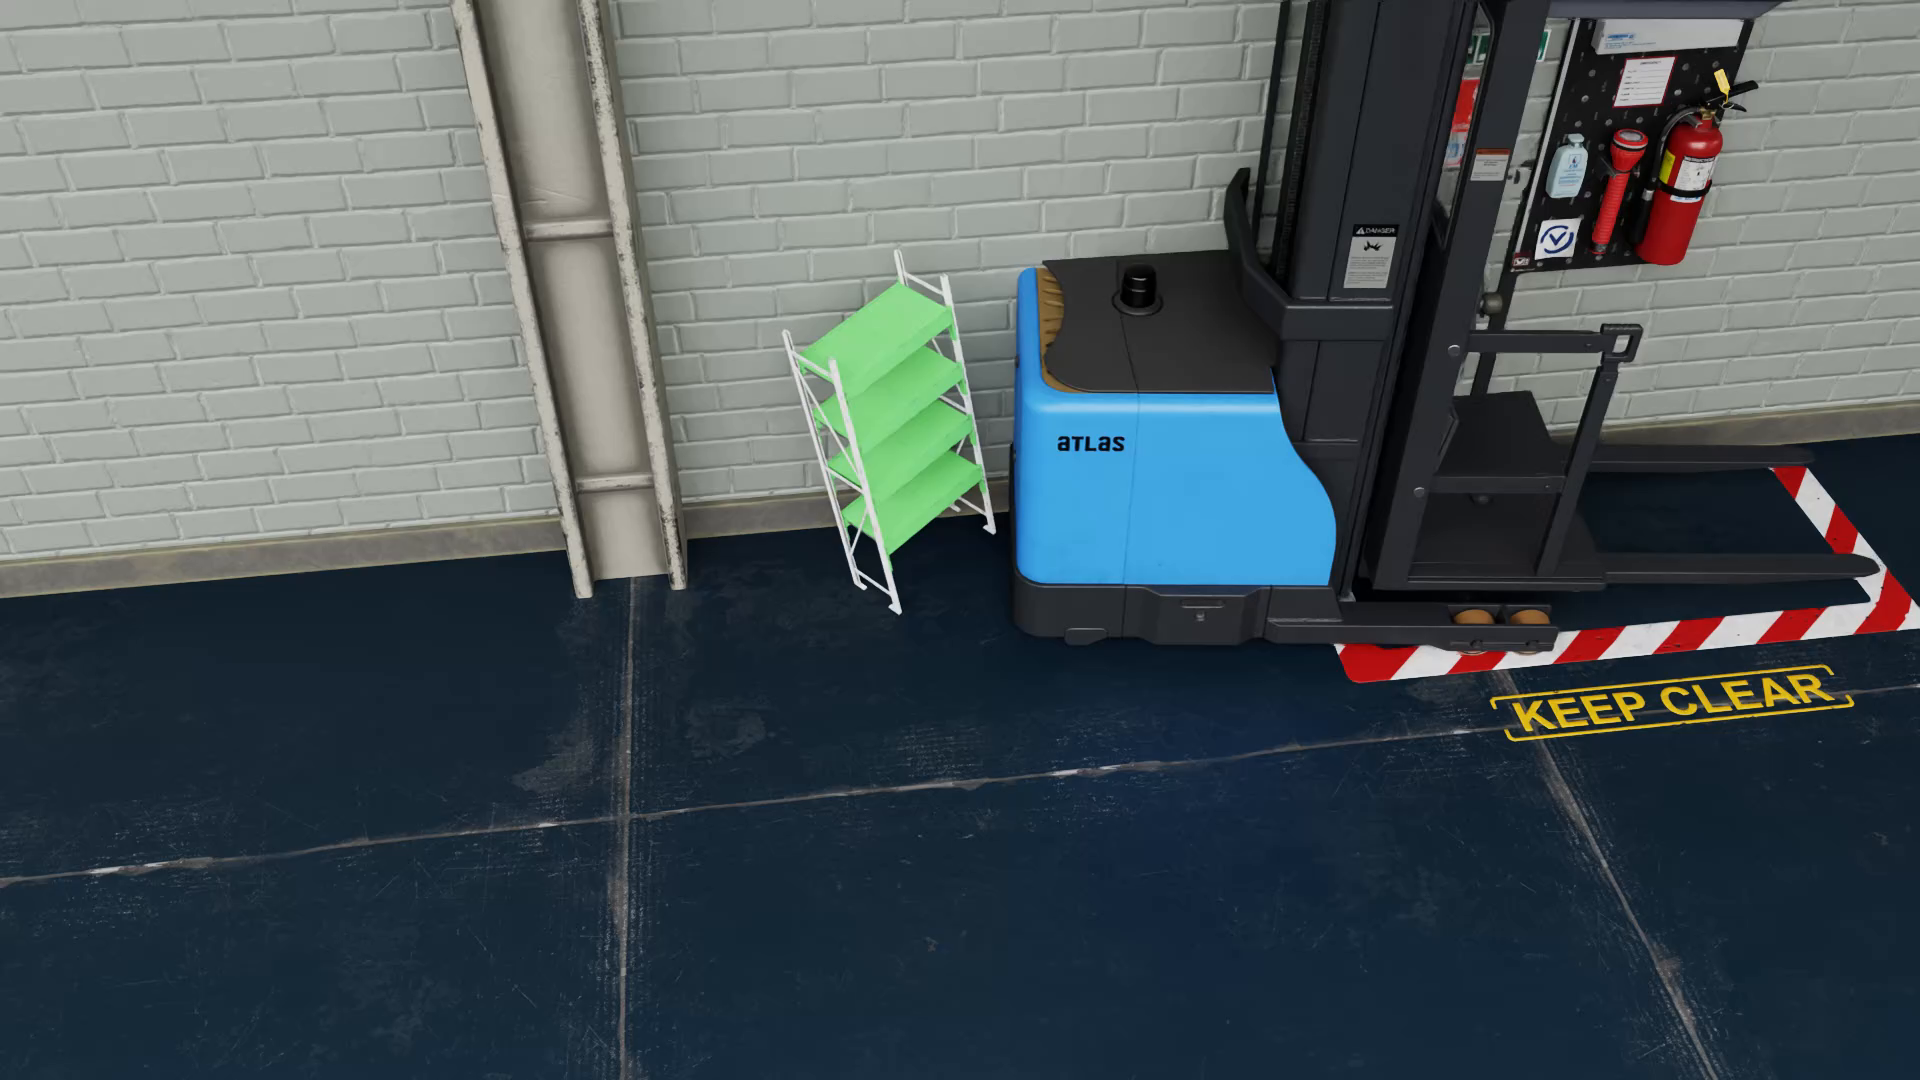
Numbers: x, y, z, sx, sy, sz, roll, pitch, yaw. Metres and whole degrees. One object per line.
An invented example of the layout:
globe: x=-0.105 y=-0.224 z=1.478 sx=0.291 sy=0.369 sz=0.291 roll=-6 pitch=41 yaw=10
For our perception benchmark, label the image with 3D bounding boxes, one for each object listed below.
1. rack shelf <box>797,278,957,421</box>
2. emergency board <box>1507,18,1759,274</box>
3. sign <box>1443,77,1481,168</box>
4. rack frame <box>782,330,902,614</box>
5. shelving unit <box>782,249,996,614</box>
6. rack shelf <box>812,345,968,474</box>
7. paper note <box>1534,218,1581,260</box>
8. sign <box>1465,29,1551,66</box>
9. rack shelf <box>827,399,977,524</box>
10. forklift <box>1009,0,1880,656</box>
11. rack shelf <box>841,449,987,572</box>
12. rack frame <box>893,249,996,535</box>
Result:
rack shelf: x=-0.272 y=-0.621 z=5.372 sx=0.480 sy=0.148 sz=0.258 roll=-40 pitch=52 yaw=-24
emergency board: x=2.284 y=-1.354 z=5.511 sx=0.643 sy=1.169 sz=0.194 roll=-5 pitch=42 yaw=-6
sign: x=1.722 y=-1.388 z=5.522 sx=0.234 sy=0.329 sz=0.001 roll=-5 pitch=42 yaw=-6
rack frame: x=-0.383 y=-0.197 z=5.574 sx=0.015 sy=1.200 sz=0.240 roll=-40 pitch=52 yaw=-24
shelving unit: x=-0.212 y=-0.340 z=5.673 sx=0.503 sy=1.200 sz=0.258 roll=-40 pitch=52 yaw=-24
rack shelf: x=-0.238 y=-0.459 z=5.546 sx=0.480 sy=0.148 sz=0.258 roll=-40 pitch=52 yaw=-24
paper note: x=2.100 y=-1.057 z=5.840 sx=0.142 sy=0.148 sz=0.016 roll=-5 pitch=42 yaw=-6
sign: x=1.728 y=-1.579 z=5.339 sx=0.331 sy=0.109 sz=0.001 roll=-5 pitch=42 yaw=-6
rack shelf: x=-0.203 y=-0.297 z=5.720 sx=0.480 sy=0.148 sz=0.258 roll=-40 pitch=52 yaw=-24
forklift: x=1.700 y=-1.044 z=5.219 sx=3.031 sy=2.935 sz=1.130 roll=0 pitch=42 yaw=0
rack shelf: x=-0.168 y=-0.135 z=5.893 sx=0.480 sy=0.148 sz=0.258 roll=-40 pitch=52 yaw=-24
rack frame: x=-0.041 y=-0.483 z=5.773 sx=0.015 sy=1.200 sz=0.240 roll=-40 pitch=52 yaw=-24
